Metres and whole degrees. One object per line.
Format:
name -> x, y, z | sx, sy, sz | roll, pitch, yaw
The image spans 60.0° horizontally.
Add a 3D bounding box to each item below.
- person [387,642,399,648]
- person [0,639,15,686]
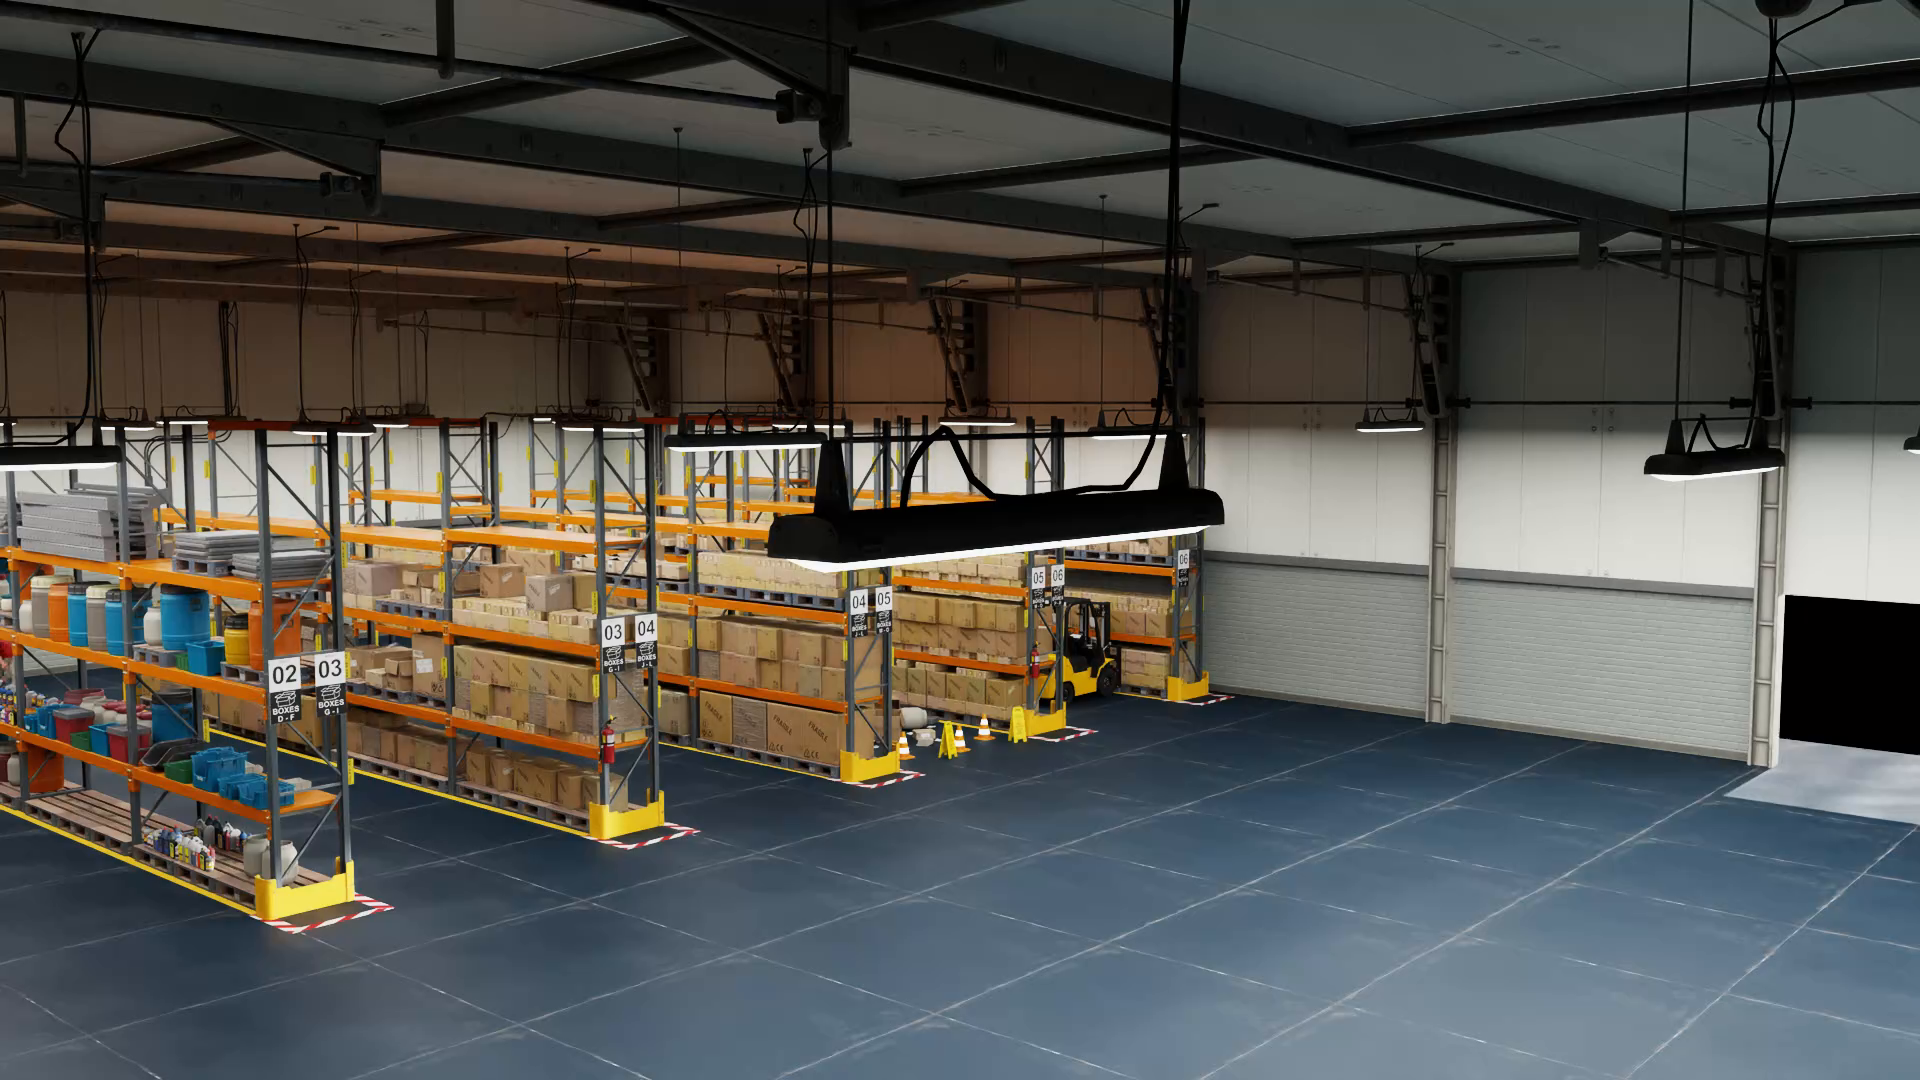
person -> -10.911, 2.811, 32.135 | 0.506, 1.693, 0.442 | 4, 6, 37
person -> -20.108, 2.565, 35.032 | 1.090, 1.656, 0.487 | 4, 6, 39
